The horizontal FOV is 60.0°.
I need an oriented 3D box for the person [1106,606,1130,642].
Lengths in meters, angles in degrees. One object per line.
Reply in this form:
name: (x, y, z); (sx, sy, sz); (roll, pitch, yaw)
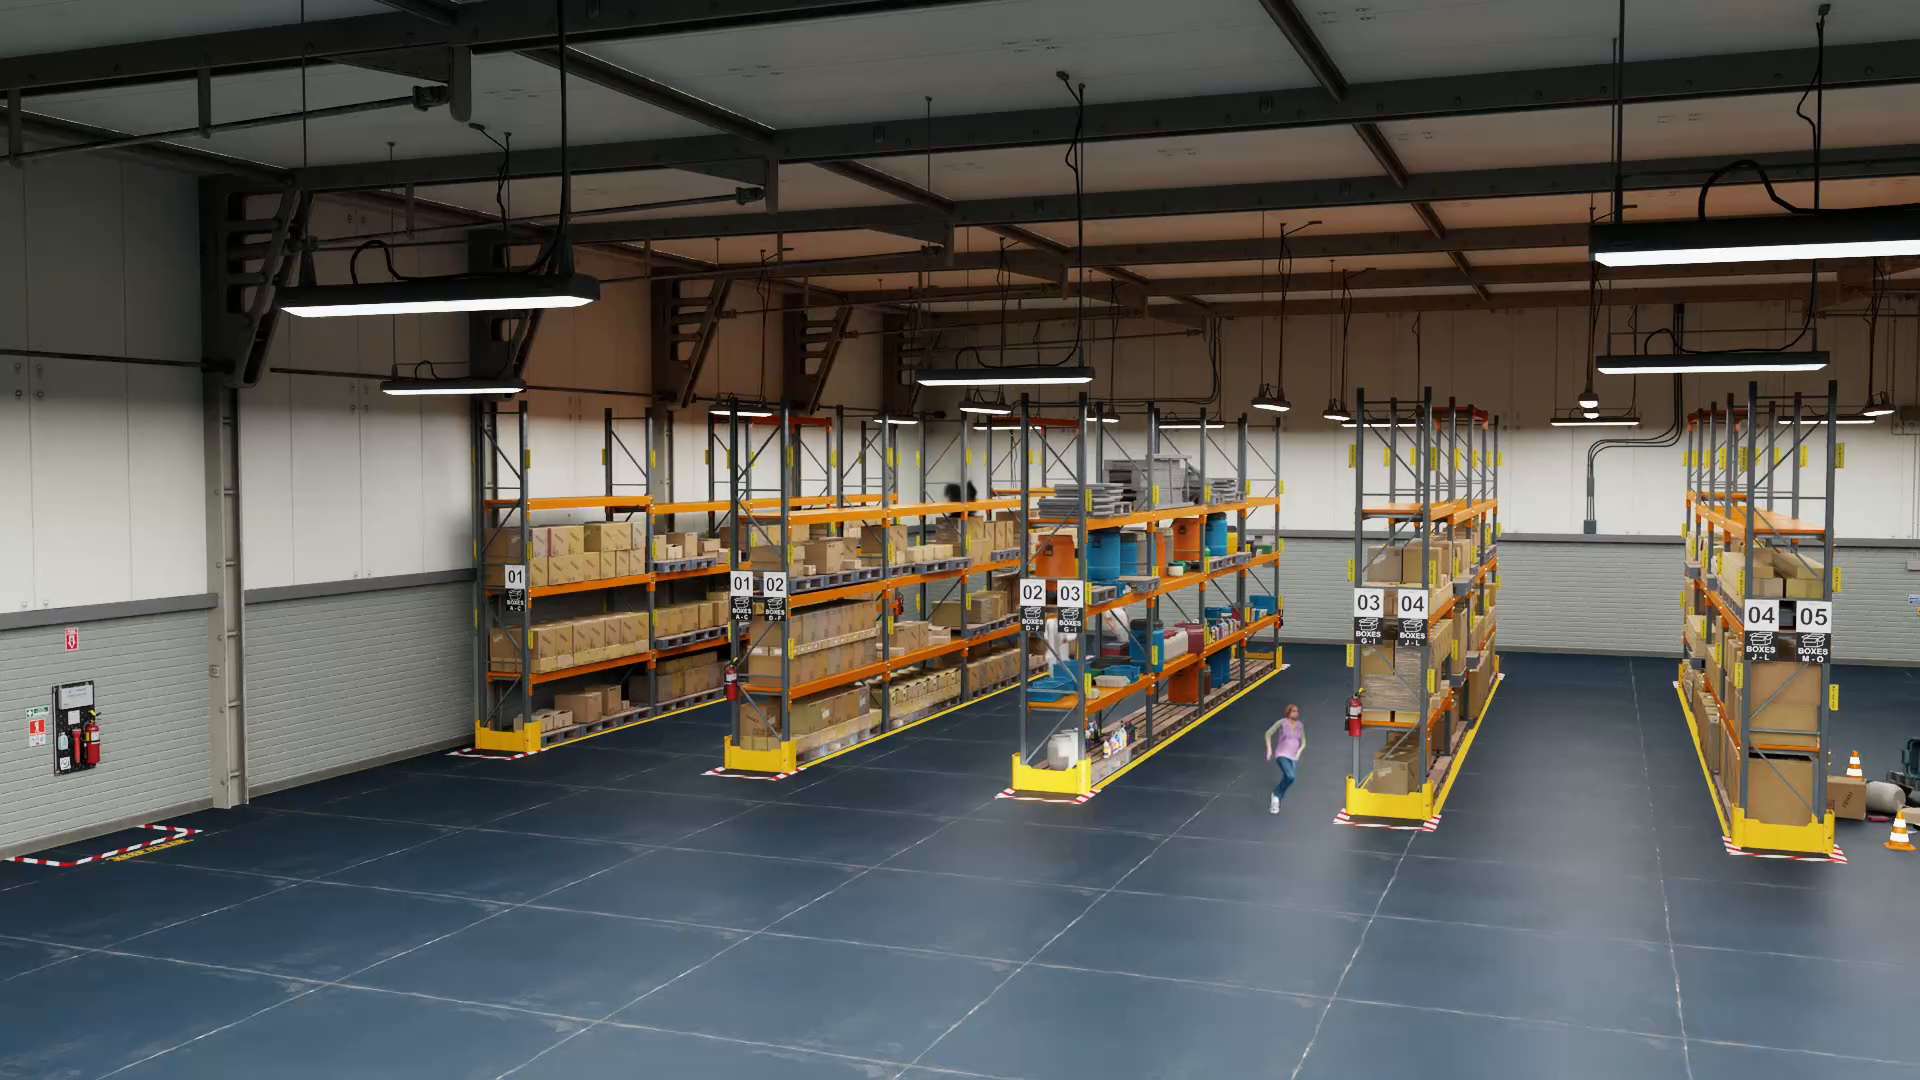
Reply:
person: (4.004, 2.199, 41.465); (0.645, 1.605, 0.495); (-1, 3, -23)

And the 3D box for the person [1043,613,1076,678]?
person: (1.970, 2.239, 33.488); (0.710, 1.782, 0.967); (1, 3, 13)

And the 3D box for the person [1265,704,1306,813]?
person: (4.638, 3.086, 23.431); (0.542, 1.536, 0.547); (-1, 3, -16)
